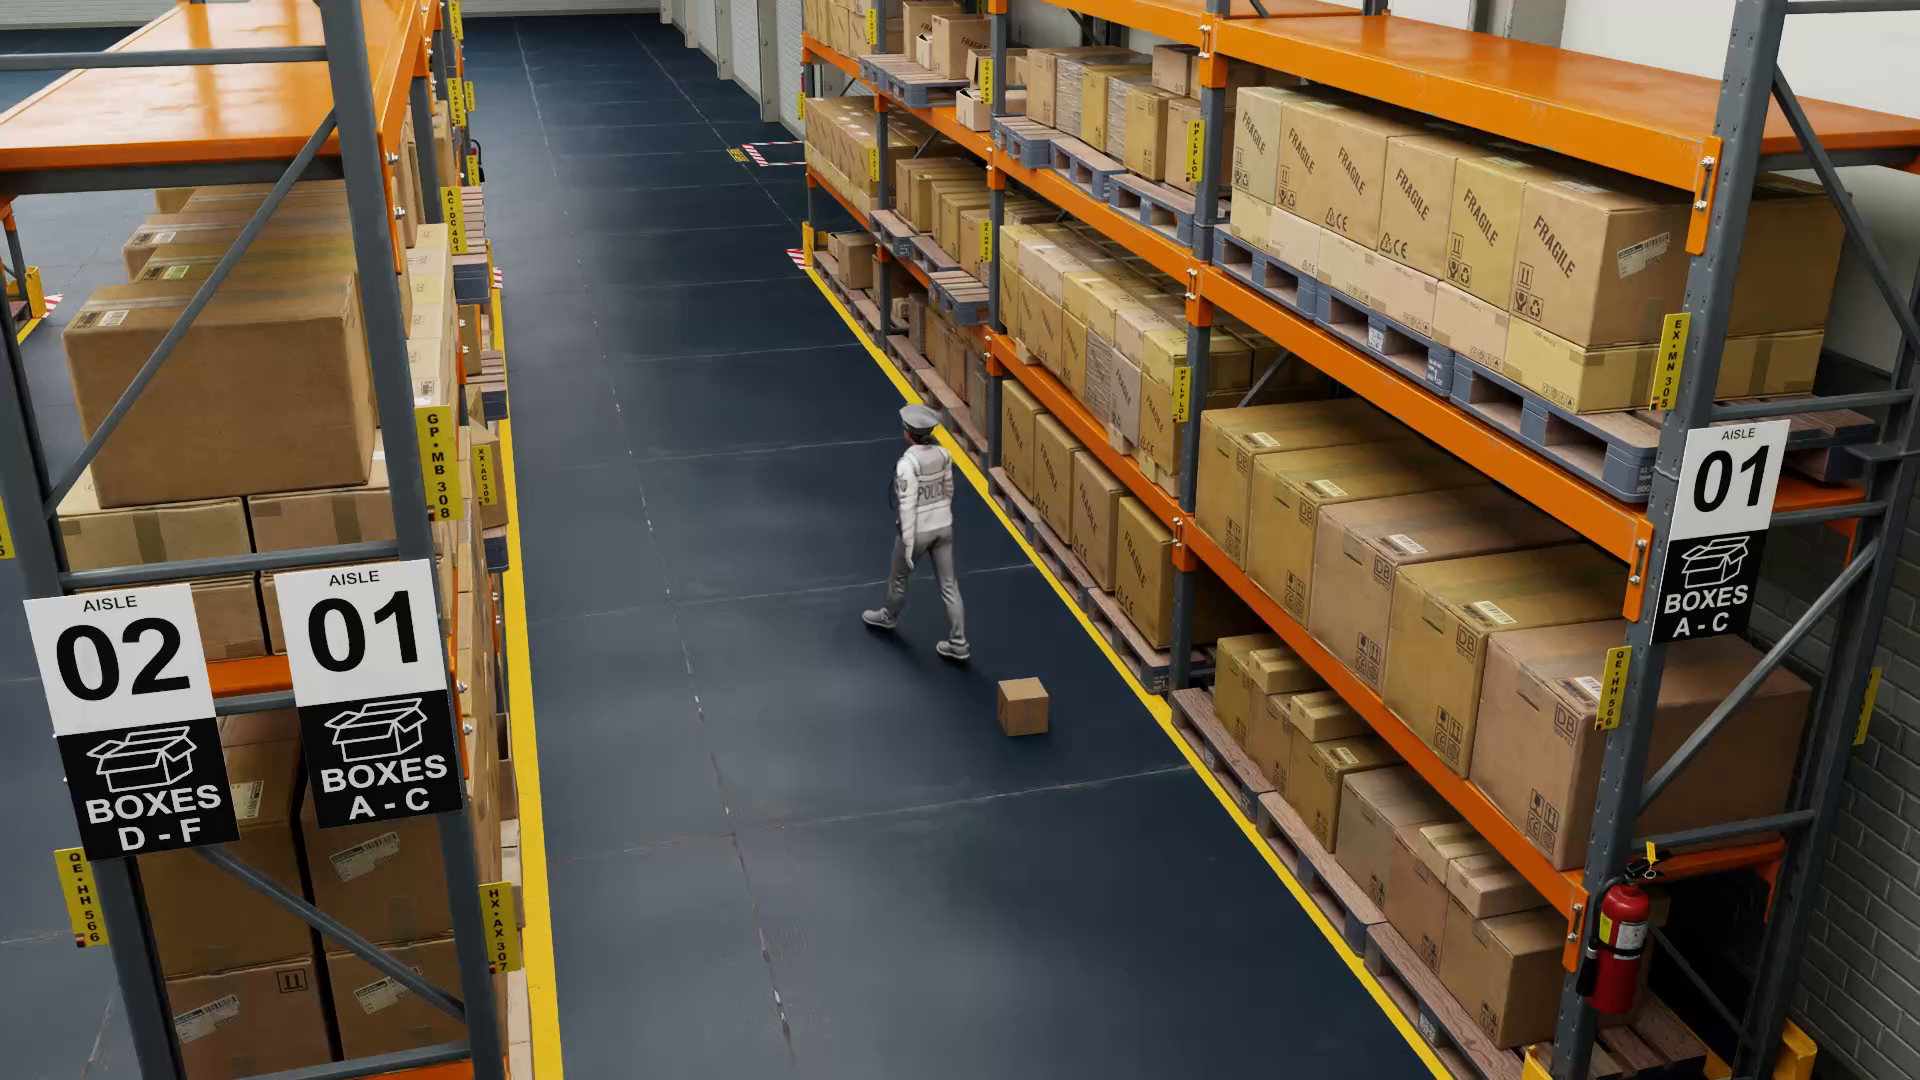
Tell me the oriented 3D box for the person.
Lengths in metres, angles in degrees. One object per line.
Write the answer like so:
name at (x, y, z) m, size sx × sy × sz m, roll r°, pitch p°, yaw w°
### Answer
person at (-0.251, -0.094, 10.815) m, size 0.514 × 1.616 × 0.968 m, roll -16°, pitch 28°, yaw -33°
